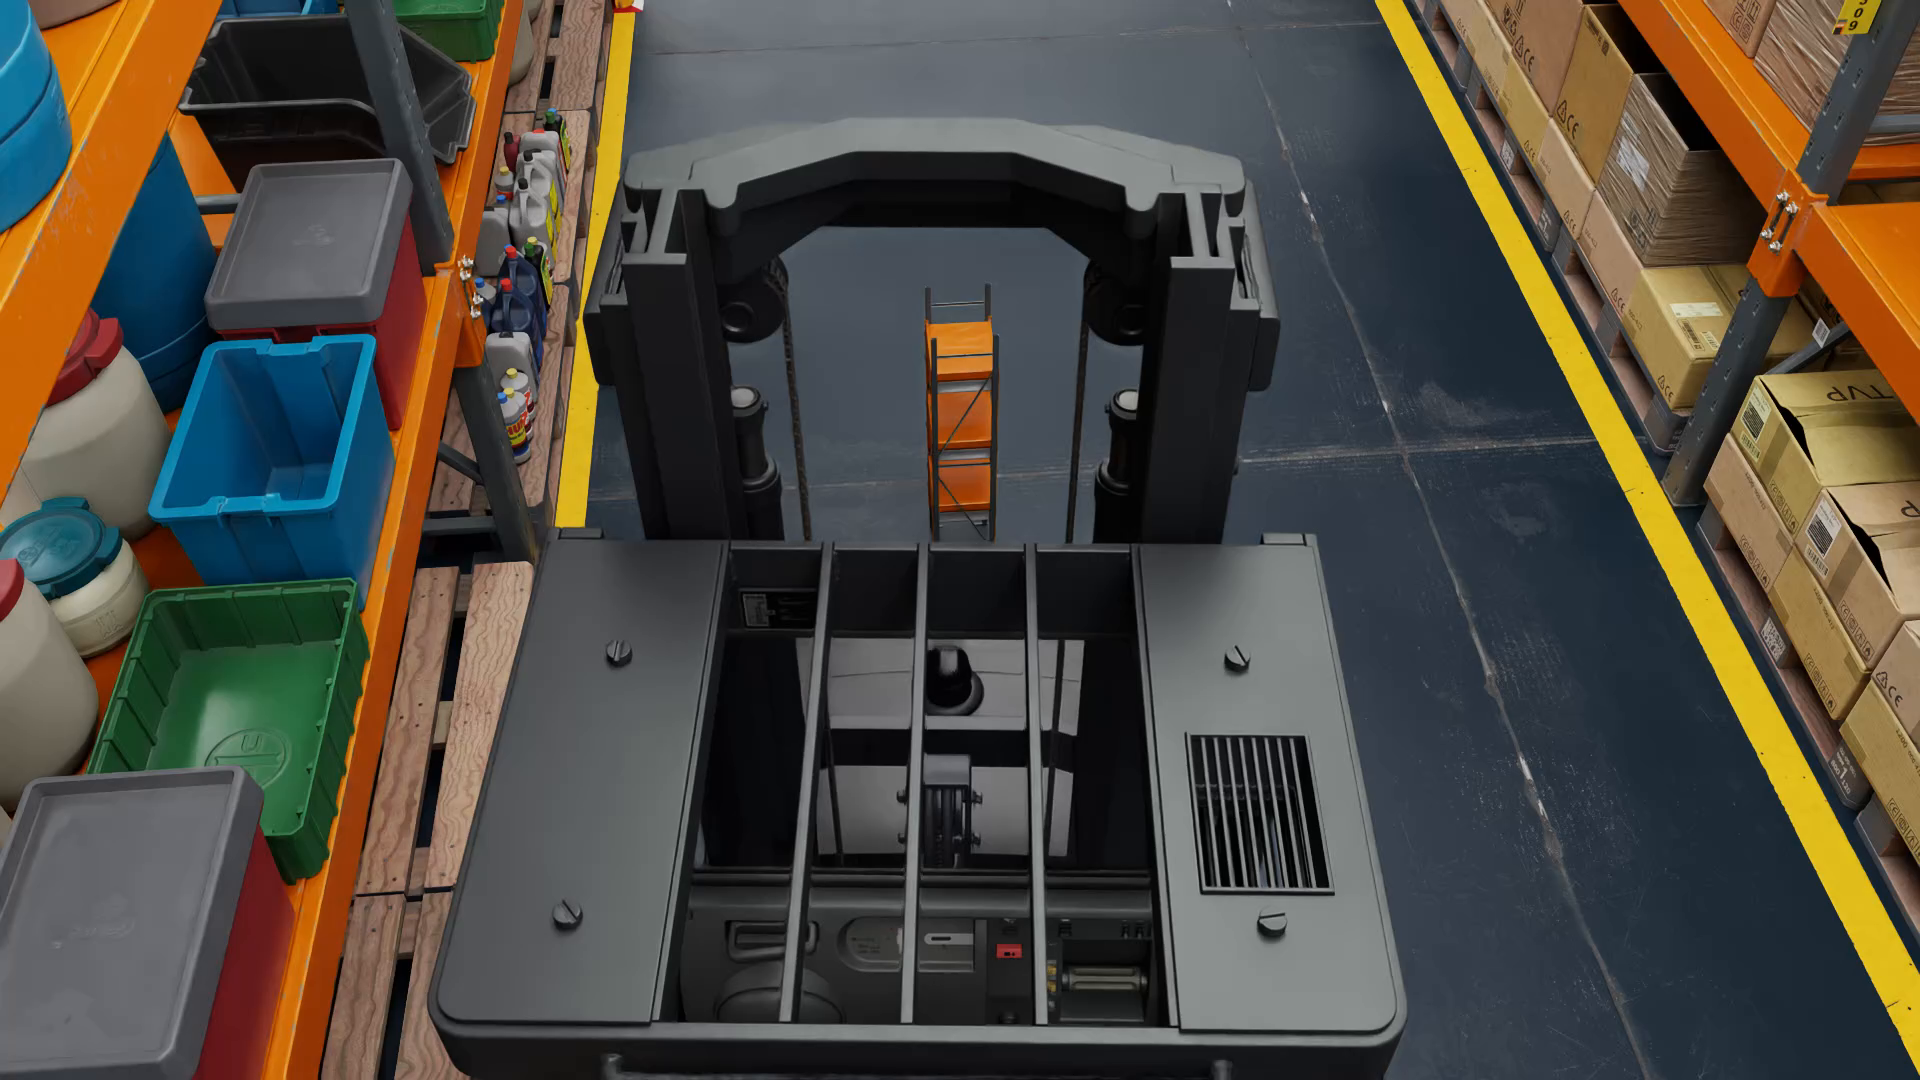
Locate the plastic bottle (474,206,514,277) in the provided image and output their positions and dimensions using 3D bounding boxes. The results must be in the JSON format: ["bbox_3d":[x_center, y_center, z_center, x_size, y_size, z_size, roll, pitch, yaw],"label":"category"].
[{"bbox_3d":[-1.786,-1.158,6.354,0.152,0.276,0.135,-3,47,-3],"label":"plastic bottle"}]

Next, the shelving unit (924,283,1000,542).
[{"bbox_3d":[0.004,-0.322,5.332,0.215,1.050,0.252,-3,47,-3],"label":"shelving unit"}]

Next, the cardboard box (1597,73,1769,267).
[{"bbox_3d":[2.714,-1.357,6.057,0.500,0.500,0.500,-3,47,-3],"label":"cardboard box"}]

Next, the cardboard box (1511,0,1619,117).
[{"bbox_3d":[2.612,-2.080,6.742,0.500,0.500,0.500,-3,47,-3],"label":"cardboard box"}]

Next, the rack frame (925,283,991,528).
[{"bbox_3d":[-0.006,-0.411,5.416,0.200,1.050,0.008,-3,47,-3],"label":"rack frame"}]

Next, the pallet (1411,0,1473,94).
[{"bbox_3d":[2.772,-2.600,8.067,1.003,0.211,1.213,-3,47,-3],"label":"pallet"}]

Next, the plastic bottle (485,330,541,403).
[{"bbox_3d":[-1.580,-0.621,5.846,0.152,0.276,0.135,-2,47,-2],"label":"plastic bottle"}]

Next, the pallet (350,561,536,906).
[{"bbox_3d":[-1.831,0.607,5.029,1.003,0.211,1.213,-3,47,-3],"label":"pallet"}]

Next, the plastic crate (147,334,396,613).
[{"bbox_3d":[-1.533,-0.133,3.821,0.392,0.384,0.575,-3,47,-3],"label":"plastic crate"}]

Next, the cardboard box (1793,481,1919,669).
[{"bbox_3d":[2.824,0.069,4.837,0.500,0.311,0.500,-4,47,-4],"label":"cardboard box"}]

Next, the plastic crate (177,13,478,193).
[{"bbox_3d":[-1.852,-1.282,4.941,0.767,0.338,0.504,-3,47,-3],"label":"plastic crate"}]

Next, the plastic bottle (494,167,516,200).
[{"bbox_3d":[-1.797,-1.393,6.627,0.097,0.201,0.097,0,47,0],"label":"plastic bottle"}]

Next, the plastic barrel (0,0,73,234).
[{"bbox_3d":[-1.567,-0.820,2.049,0.600,0.901,0.708,-3,47,-3],"label":"plastic barrel"}]

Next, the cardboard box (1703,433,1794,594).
[{"bbox_3d":[2.788,-0.108,5.391,0.500,0.250,0.500,-5,47,-4],"label":"cardboard box"}]

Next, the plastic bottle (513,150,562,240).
[{"bbox_3d":[-1.656,-1.346,6.480,0.144,0.351,0.185,-2,47,-2],"label":"plastic bottle"}]

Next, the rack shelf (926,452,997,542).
[{"bbox_3d":[0.004,-0.124,5.542,0.215,0.259,0.240,-3,47,-3],"label":"rack shelf"}]

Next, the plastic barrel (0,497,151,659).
[{"bbox_3d":[-1.977,0.097,3.687,0.301,0.262,0.301,0,47,0],"label":"plastic barrel"}]

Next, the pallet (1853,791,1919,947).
[{"bbox_3d":[3.207,1.159,4.507,1.003,0.211,1.213,-3,47,-3],"label":"pallet"}]

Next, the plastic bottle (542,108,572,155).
[{"bbox_3d":[-1.680,-1.698,6.917,0.097,0.201,0.097,0,47,0],"label":"plastic bottle"}]

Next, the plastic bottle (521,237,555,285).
[{"bbox_3d":[-1.606,-1.058,6.311,0.097,0.201,0.097,0,47,0],"label":"plastic bottle"}]

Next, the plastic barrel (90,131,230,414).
[{"bbox_3d":[-2.205,-0.792,4.089,0.600,0.901,0.708,-3,47,-3],"label":"plastic barrel"}]

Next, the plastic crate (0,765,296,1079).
[{"bbox_3d":[-1.431,0.767,2.914,0.402,0.464,0.583,-3,47,-3],"label":"plastic crate"}]

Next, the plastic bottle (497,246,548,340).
[{"bbox_3d":[-1.605,-0.903,6.061,0.144,0.351,0.185,-5,47,-5],"label":"plastic bottle"}]

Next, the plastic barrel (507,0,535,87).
[{"bbox_3d":[-2.097,-2.266,7.254,0.421,0.512,0.421,0,47,0],"label":"plastic barrel"}]

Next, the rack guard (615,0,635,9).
[{"bbox_3d":[-2.217,-2.900,8.152,1.175,0.500,0.348,-3,47,-3],"label":"rack guard"}]

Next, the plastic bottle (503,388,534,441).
[{"bbox_3d":[-1.534,-0.437,5.722,0.097,0.201,0.097,0,47,0],"label":"plastic bottle"}]

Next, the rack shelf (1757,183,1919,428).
[{"bbox_3d":[3.168,0.479,3.726,1.077,0.370,4.000,-3,47,-3],"label":"rack shelf"}]

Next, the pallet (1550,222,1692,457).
[{"bbox_3d":[2.976,-0.835,6.395,1.003,0.211,1.213,-3,47,-3],"label":"pallet"}]

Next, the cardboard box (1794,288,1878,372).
[{"bbox_3d":[3.264,-0.769,6.016,0.500,0.250,0.500,-3,47,-3],"label":"cardboard box"}]

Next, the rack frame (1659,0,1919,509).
[{"bbox_3d":[3.001,-1.216,4.835,1.000,3.000,0.127,-3,47,-3],"label":"rack frame"}]

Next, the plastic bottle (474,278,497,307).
[{"bbox_3d":[-1.722,-0.837,6.053,0.097,0.271,0.097,0,47,0],"label":"plastic bottle"}]

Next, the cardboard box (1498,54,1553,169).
[{"bbox_3d":[2.613,-1.822,7.014,0.500,0.250,0.500,-3,47,-3],"label":"cardboard box"}]

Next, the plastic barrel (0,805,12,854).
[{"bbox_3d":[-1.976,0.585,3.036,0.433,0.535,0.433,0,47,0],"label":"plastic barrel"}]

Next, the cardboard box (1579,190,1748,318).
[{"bbox_3d":[2.712,-1.099,6.330,0.500,0.250,0.500,-3,47,-3],"label":"cardboard box"}]

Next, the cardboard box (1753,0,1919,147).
[{"bbox_3d":[2.957,-1.571,5.103,0.700,0.500,0.500,-5,47,-4],"label":"cardboard box"}]

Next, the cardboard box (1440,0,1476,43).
[{"bbox_3d":[2.535,-2.546,7.699,0.500,0.250,0.500,-3,47,-3],"label":"cardboard box"}]

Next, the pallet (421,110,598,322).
[{"bbox_3d":[-2.055,-1.332,6.866,1.003,0.211,1.213,-3,47,-3],"label":"pallet"}]

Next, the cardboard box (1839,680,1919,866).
[{"bbox_3d":[2.875,0.637,4.685,0.500,0.250,0.500,-5,47,-5],"label":"cardboard box"}]

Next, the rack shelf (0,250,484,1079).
[{"bbox_3d":[-1.768,0.777,3.444,1.077,0.370,4.000,-3,47,-3],"label":"rack shelf"}]

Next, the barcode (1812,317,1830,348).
[{"bbox_3d":[2.607,-0.628,5.036,0.001,0.075,0.075,-3,47,-3],"label":"barcode"}]

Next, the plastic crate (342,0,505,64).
[{"bbox_3d":[-1.768,-1.844,5.576,0.450,0.188,0.662,-3,47,-3],"label":"plastic crate"}]

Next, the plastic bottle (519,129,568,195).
[{"bbox_3d":[-1.686,-1.540,6.715,0.152,0.276,0.135,-3,47,-3],"label":"plastic bottle"}]

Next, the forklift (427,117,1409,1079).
[{"bbox_3d":[-0.043,0.914,2.866,1.130,2.935,3.031,0,47,0],"label":"forklift"}]
